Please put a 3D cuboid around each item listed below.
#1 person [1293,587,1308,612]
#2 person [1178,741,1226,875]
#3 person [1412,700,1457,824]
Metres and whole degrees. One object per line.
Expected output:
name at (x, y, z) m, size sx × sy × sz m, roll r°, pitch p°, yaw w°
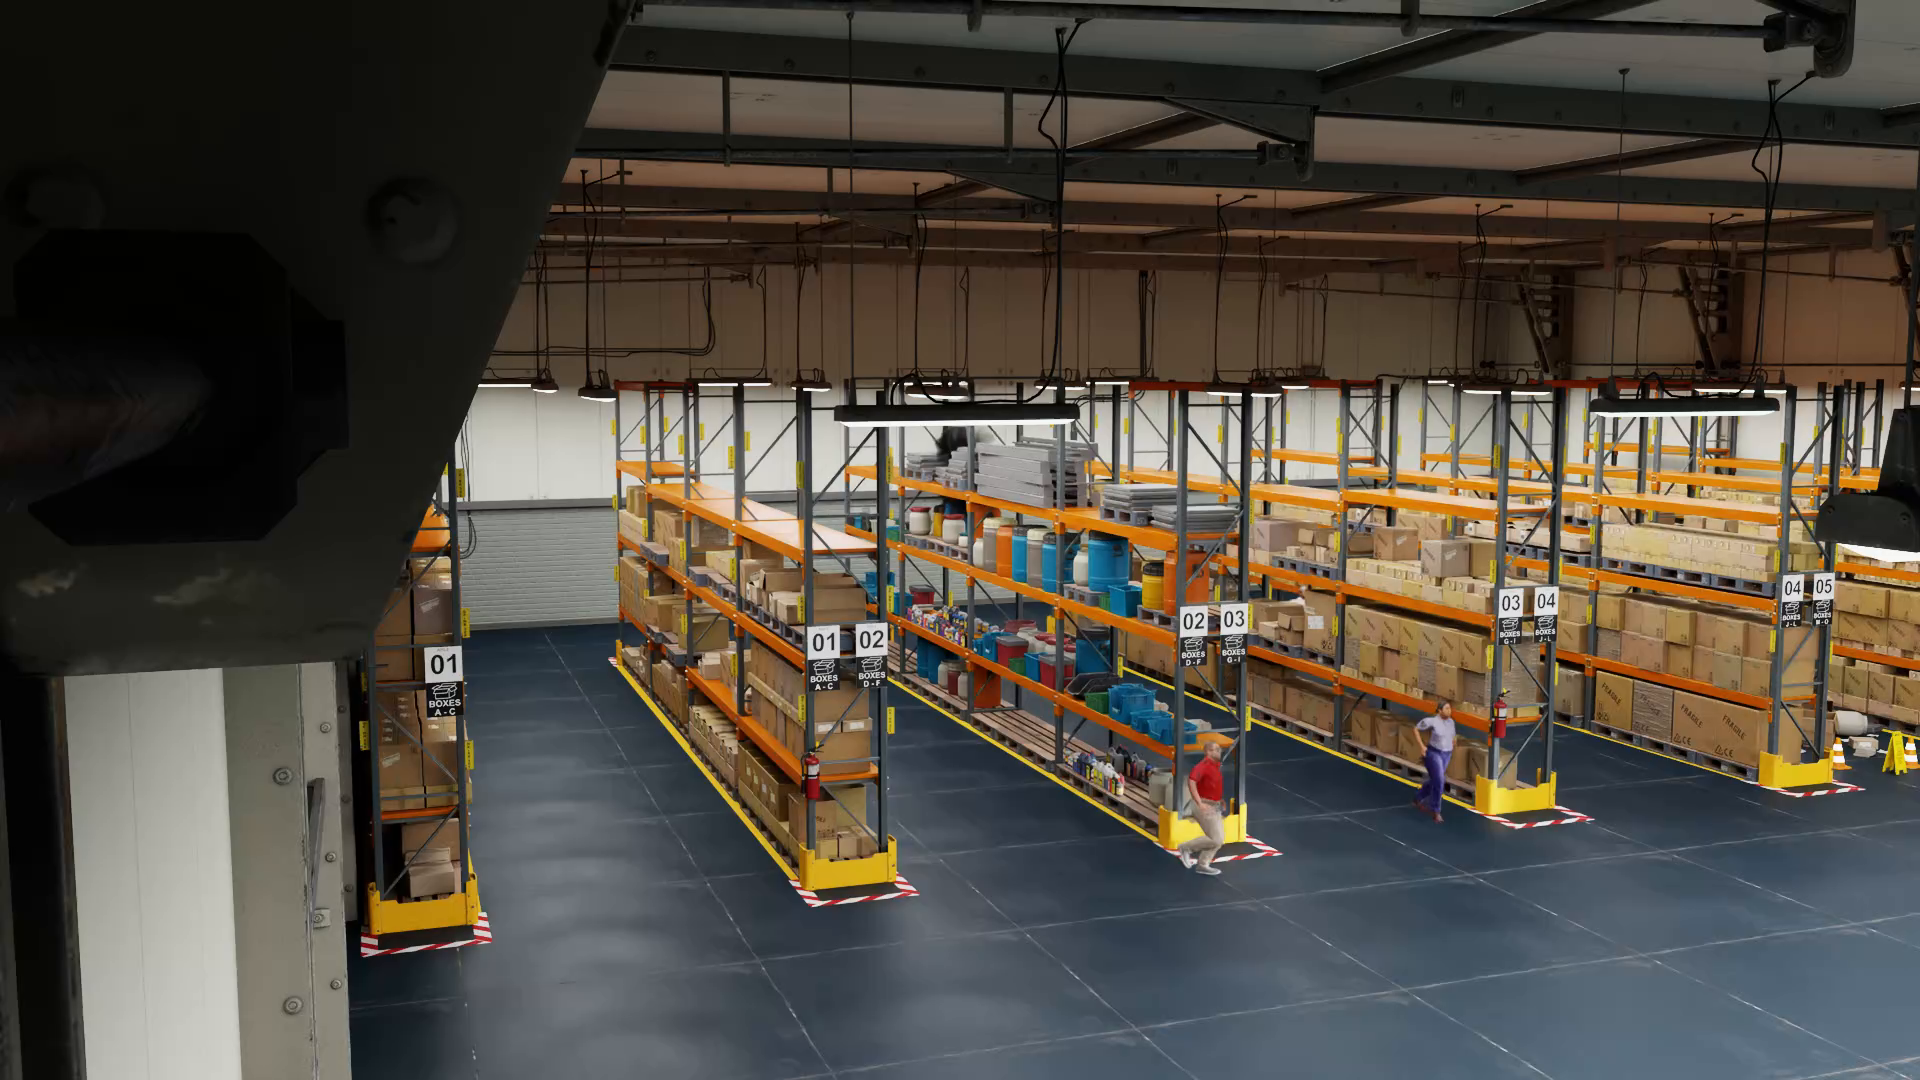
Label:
person at (7.287, 1.793, 35.352) m, size 0.638 × 1.626 × 0.679 m, roll -2°, pitch 6°, yaw -20°
person at (3.044, 3.319, 20.693) m, size 0.567 × 1.666 × 0.709 m, roll 3°, pitch 7°, yaw 25°
person at (6.700, 3.078, 23.322) m, size 0.600 × 1.680 × 0.760 m, roll -3°, pitch 7°, yaw -29°
